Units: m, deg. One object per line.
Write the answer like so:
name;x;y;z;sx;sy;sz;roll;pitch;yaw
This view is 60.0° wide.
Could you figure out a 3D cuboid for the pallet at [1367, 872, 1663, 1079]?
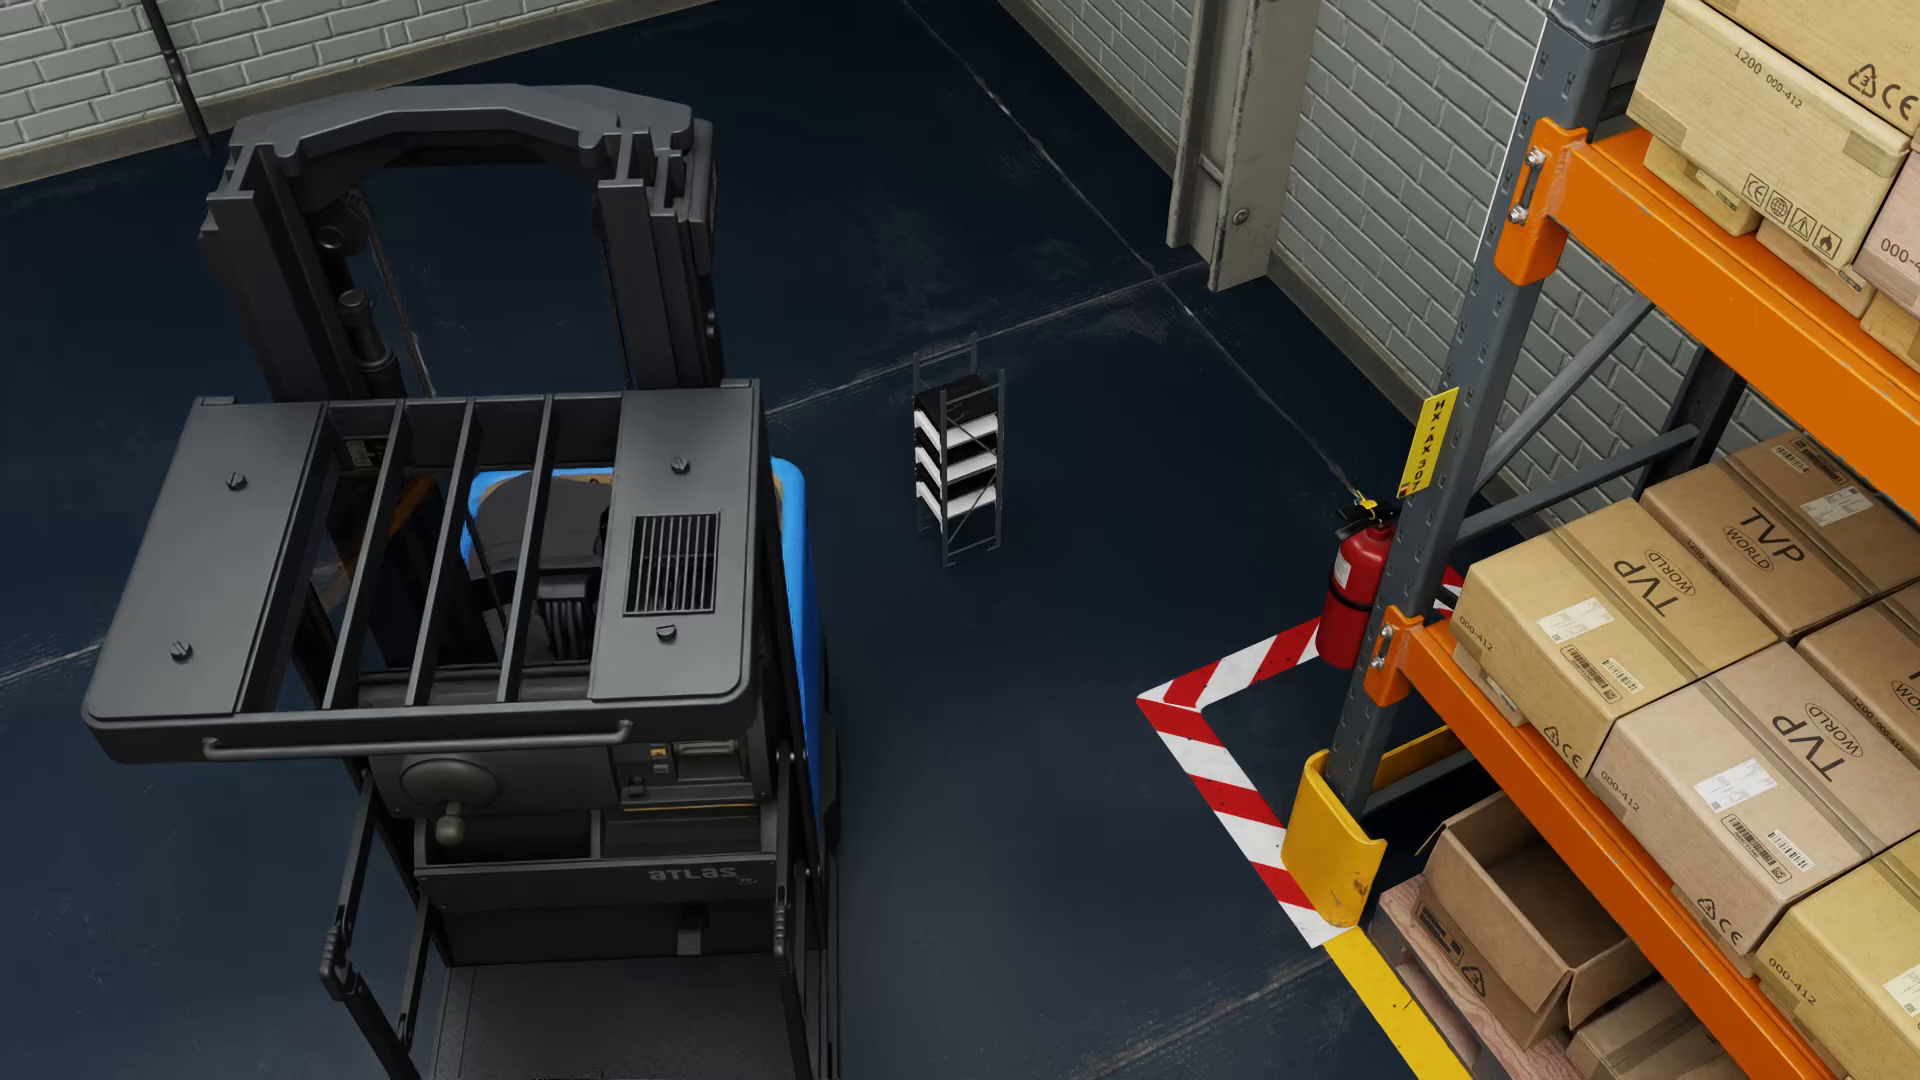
pallet;1.974;1.376;4.906;1.003;0.211;1.213;-21;52;-18

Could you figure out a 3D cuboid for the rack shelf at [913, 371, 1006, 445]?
rack shelf;-0.004;-0.458;5.738;0.258;0.077;0.200;-21;52;-18

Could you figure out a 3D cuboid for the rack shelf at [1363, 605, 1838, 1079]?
rack shelf;2.489;1.450;3.467;1.077;0.370;4.000;-21;52;-18

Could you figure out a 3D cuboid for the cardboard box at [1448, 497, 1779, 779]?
cardboard box;1.542;0.222;3.965;0.500;0.250;0.500;-21;52;-17

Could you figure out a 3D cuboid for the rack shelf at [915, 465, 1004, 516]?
rack shelf;-0.004;-0.220;6.009;0.258;0.077;0.200;-21;52;-18

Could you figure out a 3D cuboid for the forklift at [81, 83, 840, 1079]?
forklift;-0.909;0.613;3.767;1.130;2.935;3.031;-2;49;-2

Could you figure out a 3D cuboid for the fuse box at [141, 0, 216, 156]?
fuse box;-3.504;-2.381;7.196;0.539;1.711;0.414;-21;52;-18

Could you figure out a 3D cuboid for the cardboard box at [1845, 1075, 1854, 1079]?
cardboard box;2.026;1.151;3.418;0.380;0.149;0.250;-23;53;-19

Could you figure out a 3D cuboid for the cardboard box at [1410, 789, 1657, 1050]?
cardboard box;1.770;1.000;4.762;0.797;0.503;0.637;-23;53;-19

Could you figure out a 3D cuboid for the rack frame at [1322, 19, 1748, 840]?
rack frame;1.574;-0.126;4.367;1.000;3.000;0.127;-21;52;-18

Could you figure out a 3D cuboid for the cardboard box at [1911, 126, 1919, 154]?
cardboard box;1.770;-0.596;2.356;0.500;0.250;0.500;-22;52;-18

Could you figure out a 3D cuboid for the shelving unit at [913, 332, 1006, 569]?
shelving unit;-0.004;-0.302;5.916;0.258;0.900;0.210;-21;52;-18

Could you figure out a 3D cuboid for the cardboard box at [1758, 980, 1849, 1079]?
cardboard box;1.977;0.956;3.588;0.380;0.149;0.250;-20;52;-17

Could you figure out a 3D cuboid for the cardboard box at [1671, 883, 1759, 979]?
cardboard box;1.850;0.780;3.742;0.380;0.149;0.250;-20;52;-16

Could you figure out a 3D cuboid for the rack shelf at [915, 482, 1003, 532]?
rack shelf;-0.004;-0.161;6.077;0.258;0.077;0.200;-21;52;-18

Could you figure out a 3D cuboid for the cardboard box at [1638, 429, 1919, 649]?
cardboard box;2.020;0.042;4.123;0.500;0.250;0.500;-20;52;-16

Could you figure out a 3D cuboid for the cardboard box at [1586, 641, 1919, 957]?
cardboard box;1.773;0.559;3.670;0.500;0.250;0.500;-21;52;-17

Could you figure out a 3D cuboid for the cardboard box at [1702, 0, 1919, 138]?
cardboard box;1.554;-0.943;2.659;0.500;0.250;0.500;-22;52;-18

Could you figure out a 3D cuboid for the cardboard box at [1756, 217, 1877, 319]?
cardboard box;1.656;-0.571;2.931;0.380;0.149;0.250;-20;52;-17

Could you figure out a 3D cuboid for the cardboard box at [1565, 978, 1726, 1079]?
cardboard box;1.929;1.414;4.635;0.380;0.149;0.250;-23;53;-19

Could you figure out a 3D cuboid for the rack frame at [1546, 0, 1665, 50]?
rack frame;1.574;-2.101;2.109;1.000;3.000;0.127;-21;52;-18

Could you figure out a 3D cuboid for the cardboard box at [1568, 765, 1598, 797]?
cardboard box;1.638;0.426;4.052;0.380;0.149;0.250;-20;52;-17

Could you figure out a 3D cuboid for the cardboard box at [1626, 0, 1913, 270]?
cardboard box;1.534;-0.771;2.841;0.500;0.250;0.500;-22;52;-18

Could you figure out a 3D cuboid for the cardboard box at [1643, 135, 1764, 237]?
cardboard box;1.513;-0.737;3.076;0.380;0.149;0.250;-20;52;-17

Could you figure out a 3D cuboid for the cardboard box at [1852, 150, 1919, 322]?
cardboard box;1.785;-0.438;2.549;0.500;0.250;0.500;-20;52;-17

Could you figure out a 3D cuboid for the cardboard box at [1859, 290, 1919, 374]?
cardboard box;1.759;-0.393;2.775;0.380;0.149;0.250;-21;52;-17

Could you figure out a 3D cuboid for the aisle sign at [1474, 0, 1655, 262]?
aisle sign;1.282;-0.926;3.340;0.394;0.787;0.004;-21;52;-18

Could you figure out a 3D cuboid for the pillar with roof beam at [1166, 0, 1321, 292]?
pillar with roof beam;-2.686;-2.733;2.662;9.100;9.000;0.400;-21;52;-18

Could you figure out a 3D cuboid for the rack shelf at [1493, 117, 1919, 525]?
rack shelf;2.489;0.462;2.338;1.077;0.370;4.000;-21;52;-18

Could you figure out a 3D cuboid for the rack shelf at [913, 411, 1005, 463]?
rack shelf;-0.004;-0.398;5.806;0.258;0.077;0.200;-21;52;-18

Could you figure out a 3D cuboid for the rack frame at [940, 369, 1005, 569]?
rack frame;0.043;-0.234;5.857;0.240;0.900;0.006;-21;52;-18

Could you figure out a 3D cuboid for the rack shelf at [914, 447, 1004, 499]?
rack shelf;-0.004;-0.280;5.941;0.258;0.077;0.200;-21;52;-18

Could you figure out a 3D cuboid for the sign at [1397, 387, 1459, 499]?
sign;1.092;-0.224;3.878;0.100;0.325;0.005;-21;52;-18

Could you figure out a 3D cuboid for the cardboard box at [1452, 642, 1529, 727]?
cardboard box;1.480;0.271;4.187;0.380;0.149;0.250;-22;52;-18

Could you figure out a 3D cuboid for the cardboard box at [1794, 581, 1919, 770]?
cardboard box;2.255;0.388;3.820;0.500;0.250;0.500;-21;52;-17

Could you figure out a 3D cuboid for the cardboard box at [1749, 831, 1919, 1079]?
cardboard box;2.008;0.897;3.374;0.500;0.250;0.500;-22;52;-18

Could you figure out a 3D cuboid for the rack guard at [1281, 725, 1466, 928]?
rack guard;1.609;0.748;5.264;1.175;0.500;0.348;-21;52;-18

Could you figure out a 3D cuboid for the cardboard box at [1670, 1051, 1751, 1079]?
cardboard box;2.126;1.586;4.251;0.700;0.500;0.500;-19;52;-16

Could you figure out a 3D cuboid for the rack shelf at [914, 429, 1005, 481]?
rack shelf;-0.004;-0.339;5.873;0.258;0.077;0.200;-21;52;-18

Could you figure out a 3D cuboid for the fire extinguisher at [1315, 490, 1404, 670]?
fire extinguisher;1.096;0.083;4.484;0.296;0.674;0.183;-21;52;-18

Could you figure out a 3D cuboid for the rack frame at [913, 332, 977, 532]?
rack frame;-0.050;-0.370;5.976;0.240;0.900;0.006;-21;52;-18
